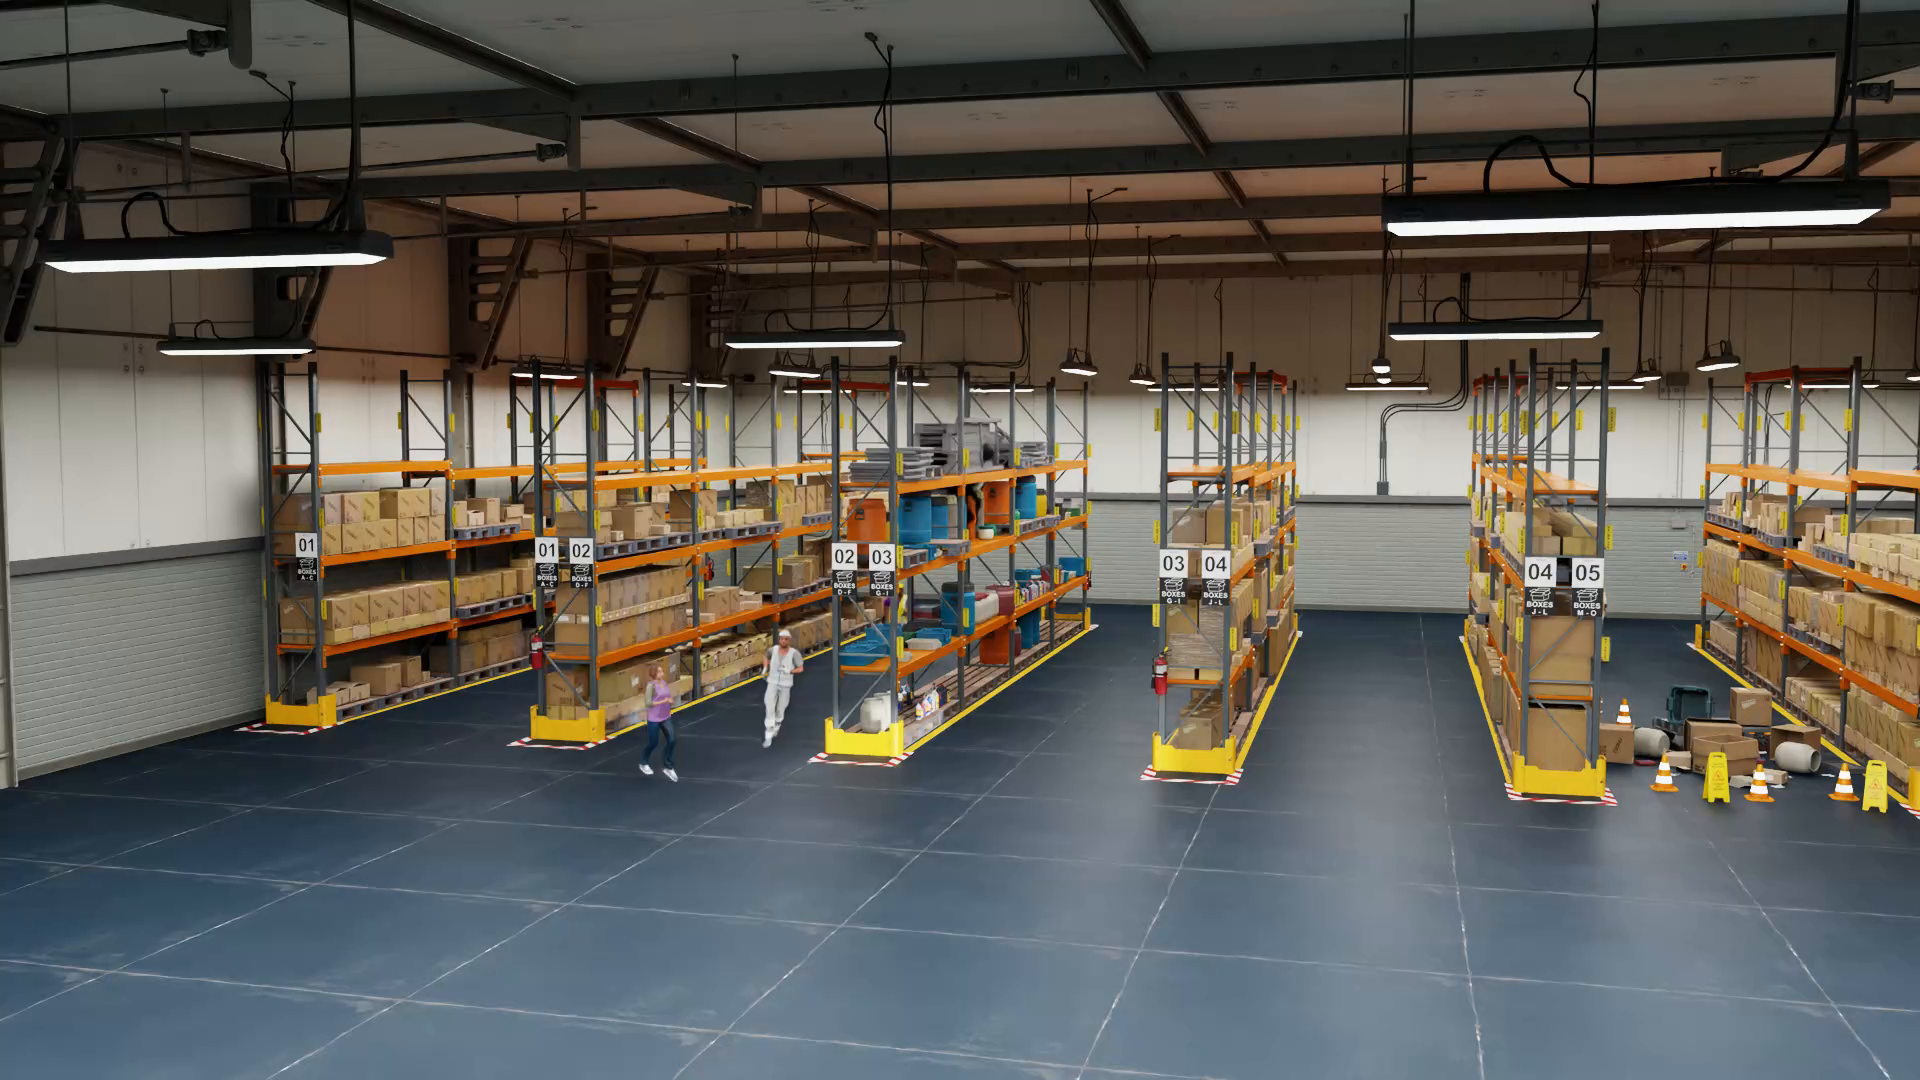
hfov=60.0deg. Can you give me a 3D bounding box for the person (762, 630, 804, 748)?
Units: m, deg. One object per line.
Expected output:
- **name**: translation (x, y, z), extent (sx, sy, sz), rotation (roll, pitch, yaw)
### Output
- **person**: translation (-2.763, 2.310, 26.014), extent (0.660, 1.843, 0.807), rotation (0, 4, 0)

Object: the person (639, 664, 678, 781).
- **person**: translation (-4.242, 2.552, 23.348), extent (0.690, 1.639, 0.518), rotation (3, 5, 36)

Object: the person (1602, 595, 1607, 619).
- **person**: translation (13.578, 1.665, 35.747), extent (0.599, 1.622, 0.634), rotation (1, 4, 9)

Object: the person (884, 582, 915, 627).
- **person**: translation (-1.262, 1.725, 34.143), extent (0.686, 1.737, 0.714), rotation (0, 4, 6)
